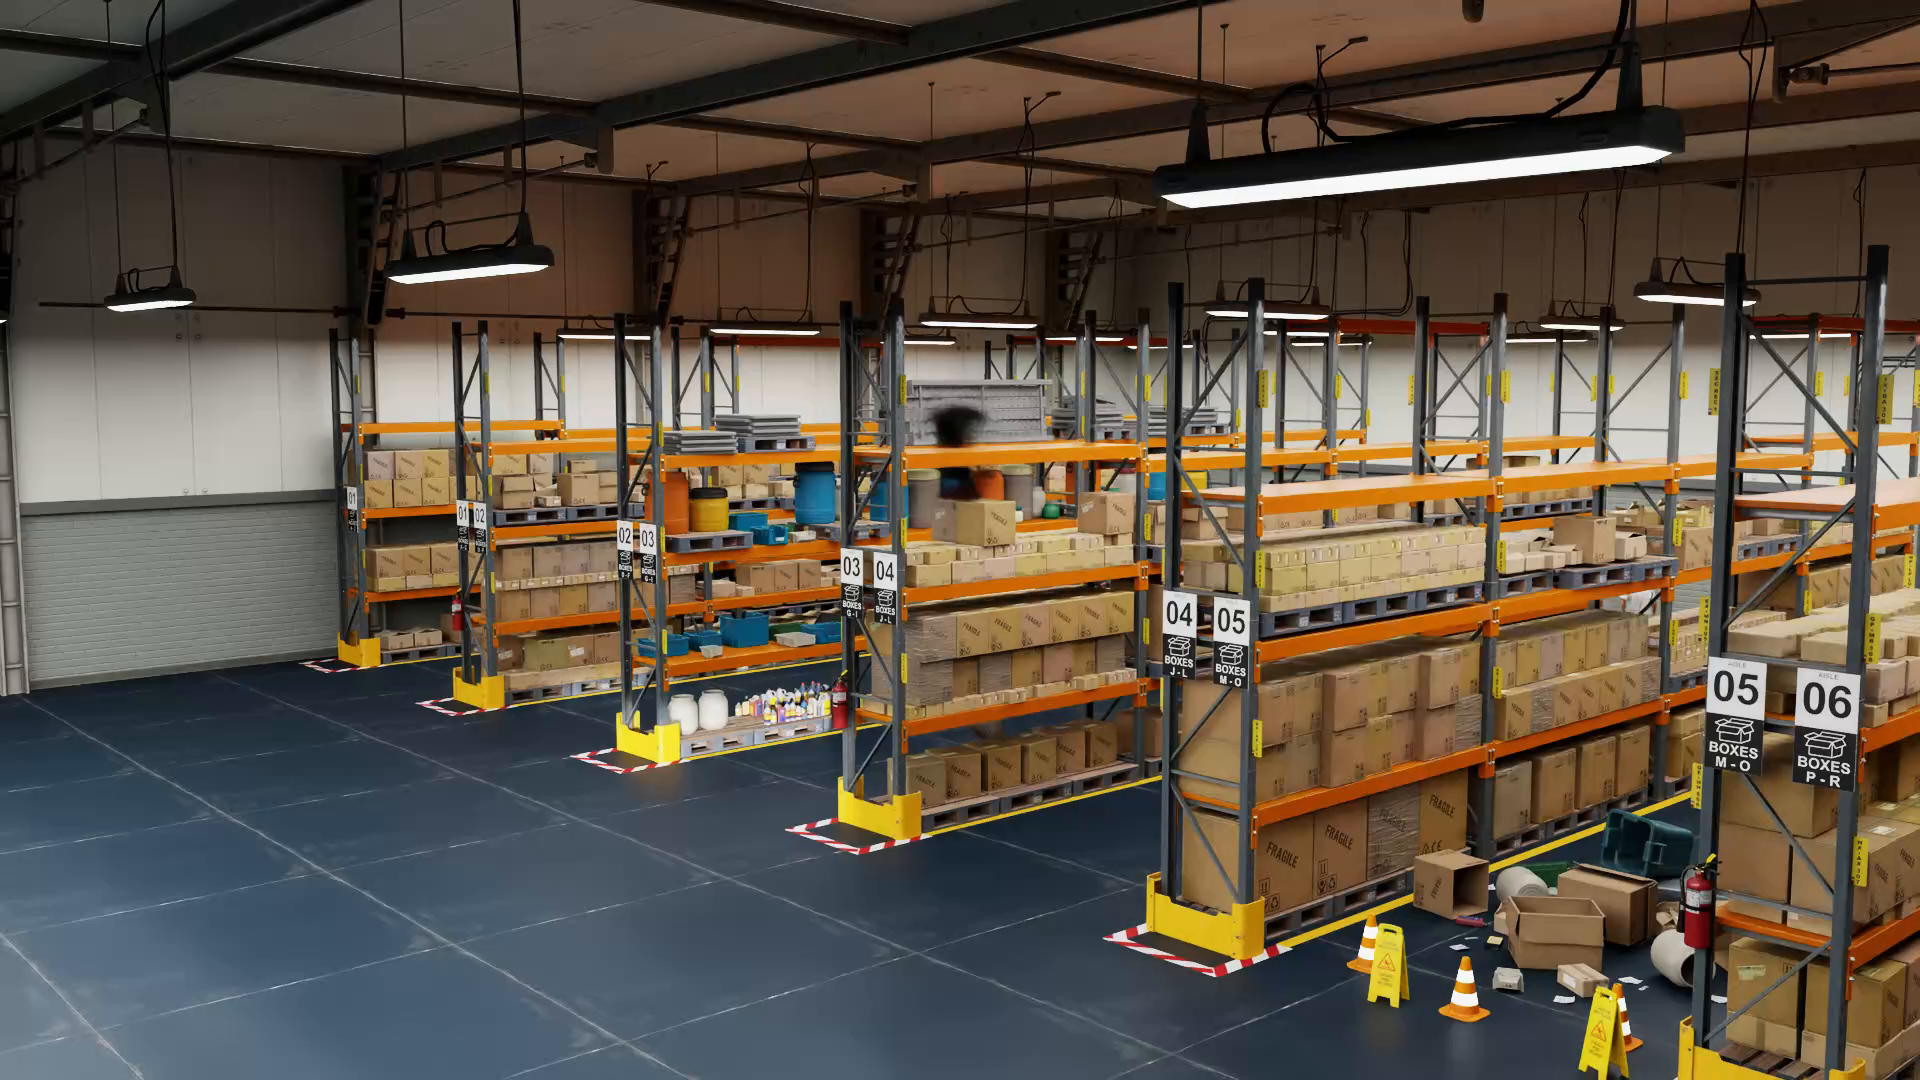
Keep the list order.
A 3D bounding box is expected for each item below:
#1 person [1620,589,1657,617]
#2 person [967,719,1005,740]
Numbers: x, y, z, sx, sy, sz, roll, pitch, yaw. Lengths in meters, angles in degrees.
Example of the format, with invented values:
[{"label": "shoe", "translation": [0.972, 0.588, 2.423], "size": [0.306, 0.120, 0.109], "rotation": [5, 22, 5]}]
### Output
[{"label": "person", "translation": [12.130, 1.334, 29.727], "size": [0.646, 1.706, 0.986], "rotation": [2, 6, 16]}, {"label": "person", "translation": [0.353, 2.104, 22.380], "size": [0.654, 1.698, 0.654], "rotation": [5, 8, 42]}]
